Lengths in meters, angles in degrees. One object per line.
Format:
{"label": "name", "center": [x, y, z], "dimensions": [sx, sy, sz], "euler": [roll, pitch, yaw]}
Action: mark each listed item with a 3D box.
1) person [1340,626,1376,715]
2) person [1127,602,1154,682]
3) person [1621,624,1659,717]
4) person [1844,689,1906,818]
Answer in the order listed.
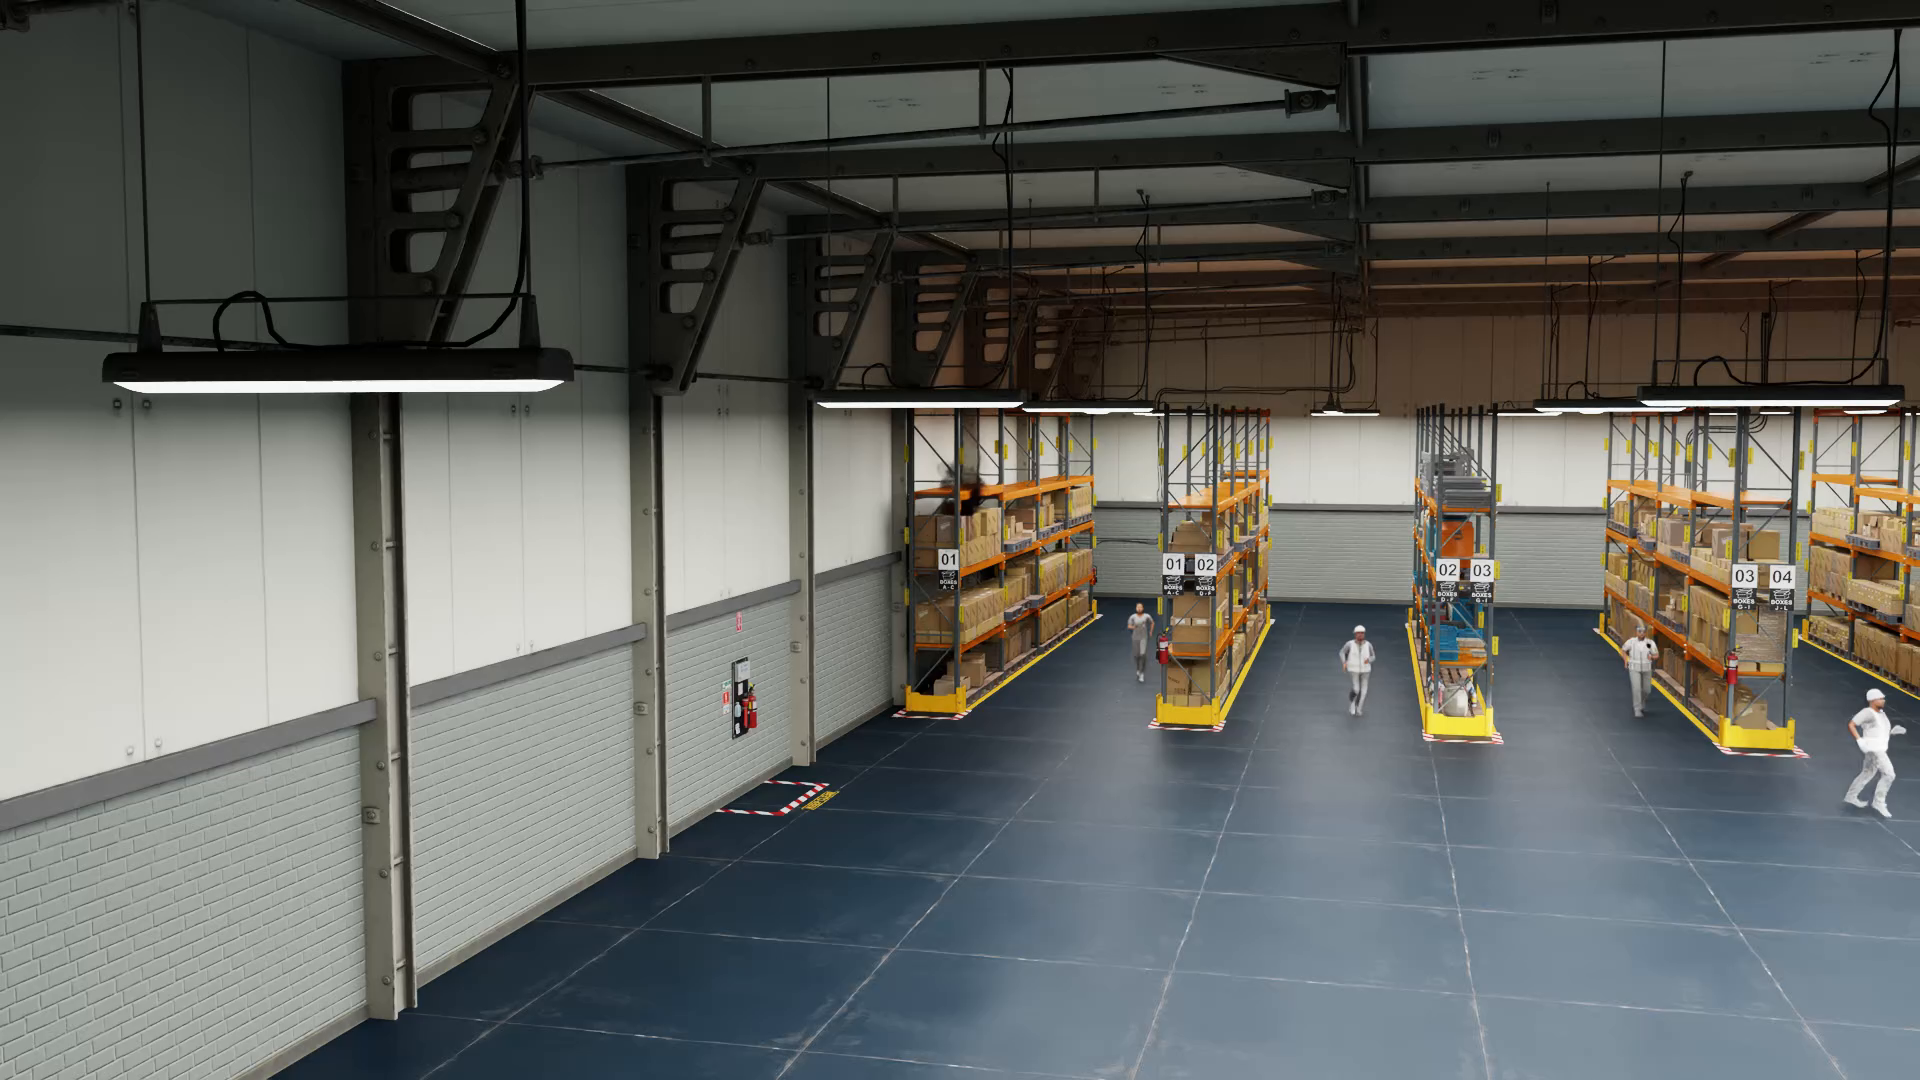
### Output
{"label": "person", "center": [7.655, 2.514, 31.927], "dimensions": [0.639, 1.736, 0.651], "euler": [0, 4, 1]}
{"label": "person", "center": [3.961, 2.214, 36.550], "dimensions": [0.543, 1.711, 0.844], "euler": [1, 4, 15]}
{"label": "person", "center": [13.145, 2.492, 32.130], "dimensions": [0.673, 1.754, 0.902], "euler": [1, 4, 14]}
{"label": "person", "center": [13.254, 3.078, 24.095], "dimensions": [0.768, 1.843, 0.657], "euler": [3, 5, 39]}
